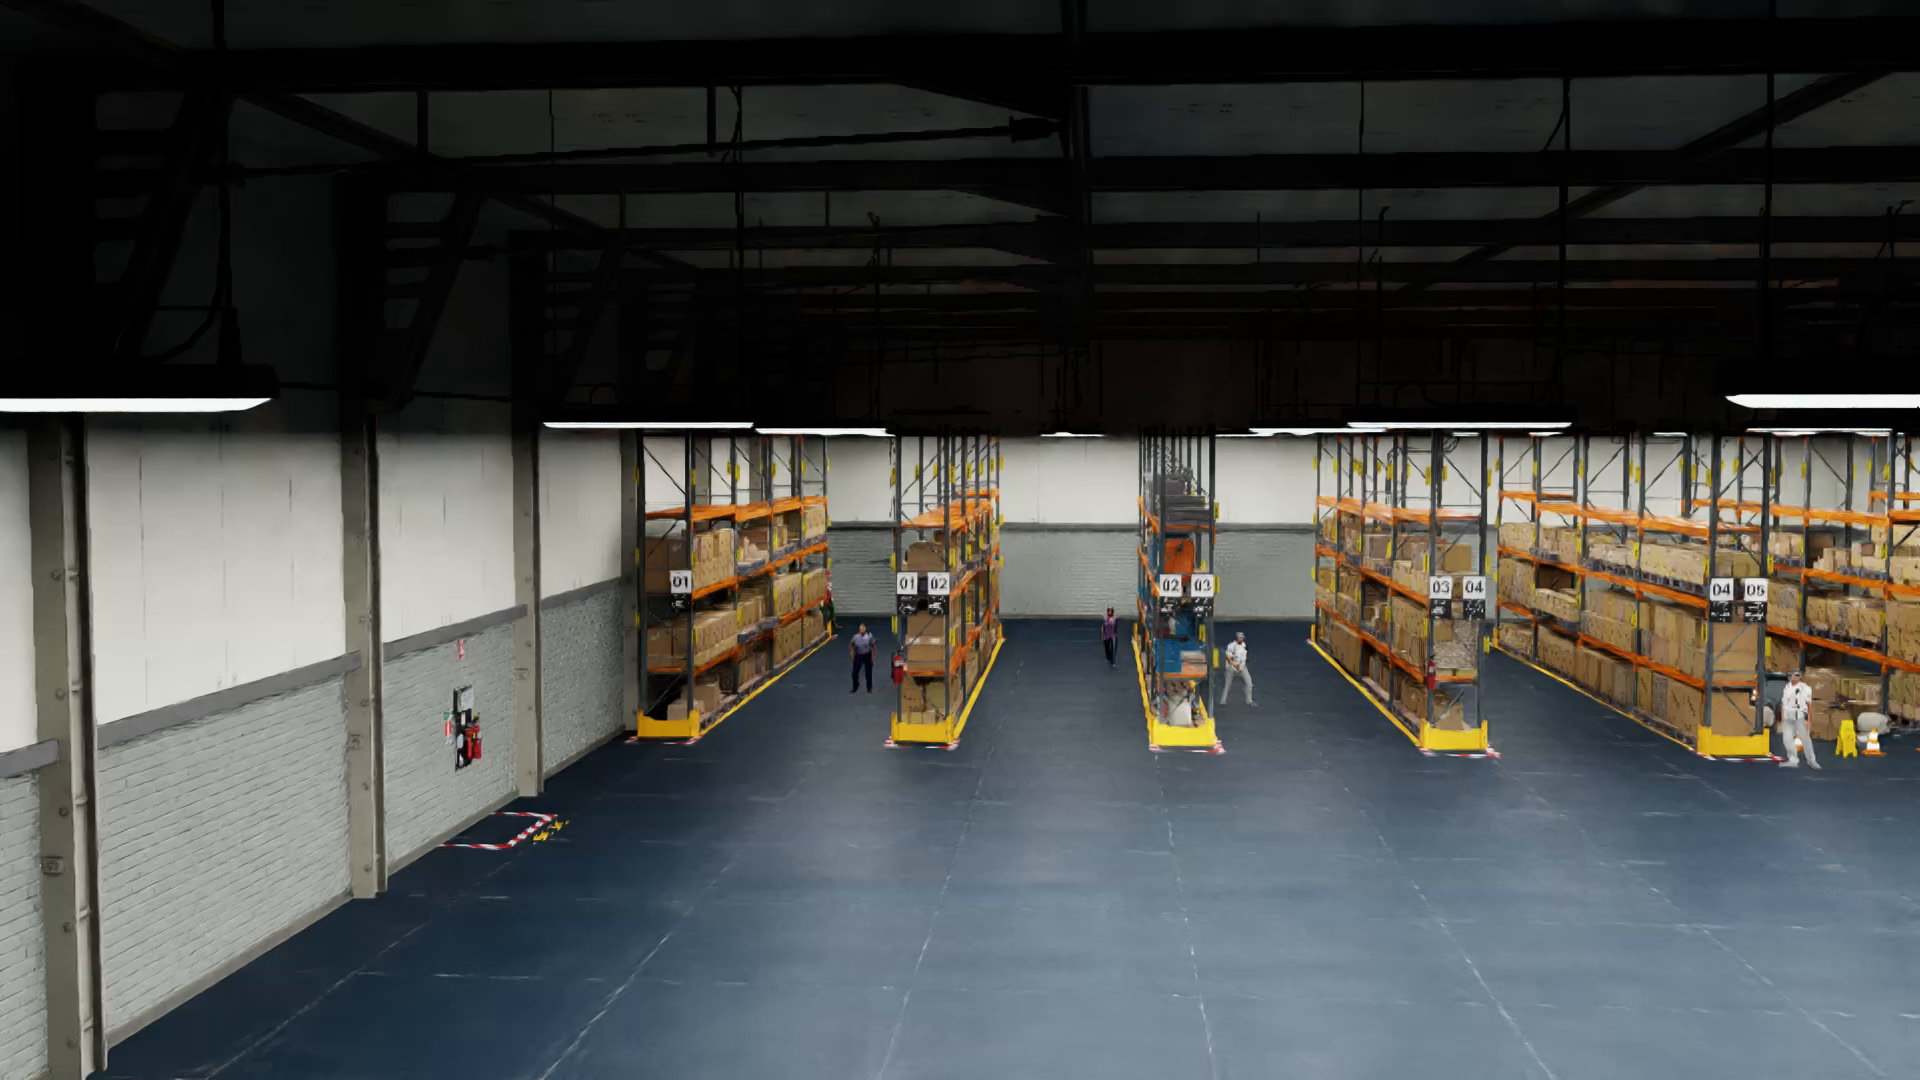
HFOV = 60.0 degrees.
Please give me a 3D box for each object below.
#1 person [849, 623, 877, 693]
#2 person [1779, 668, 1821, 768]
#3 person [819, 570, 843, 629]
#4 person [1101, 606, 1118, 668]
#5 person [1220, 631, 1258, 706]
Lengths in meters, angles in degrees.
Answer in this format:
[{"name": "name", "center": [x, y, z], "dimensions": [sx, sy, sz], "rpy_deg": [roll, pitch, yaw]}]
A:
[{"name": "person", "center": [-2.191, 2.664, 37.479], "dimensions": [0.625, 1.574, 0.502], "rpy_deg": [0, 3, 2]}, {"name": "person", "center": [14.637, 3.092, 28.979], "dimensions": [0.559, 1.746, 0.653], "rpy_deg": [-1, 4, -23]}, {"name": "person", "center": [-3.954, 1.793, 49.729], "dimensions": [0.722, 1.780, 0.568], "rpy_deg": [-3, 5, -45]}, {"name": "person", "center": [3.759, 2.410, 41.746], "dimensions": [0.417, 1.516, 1.036], "rpy_deg": [0, 4, 8]}, {"name": "person", "center": [5.961, 2.743, 35.715], "dimensions": [0.655, 1.598, 0.781], "rpy_deg": [-1, 4, -18]}]
